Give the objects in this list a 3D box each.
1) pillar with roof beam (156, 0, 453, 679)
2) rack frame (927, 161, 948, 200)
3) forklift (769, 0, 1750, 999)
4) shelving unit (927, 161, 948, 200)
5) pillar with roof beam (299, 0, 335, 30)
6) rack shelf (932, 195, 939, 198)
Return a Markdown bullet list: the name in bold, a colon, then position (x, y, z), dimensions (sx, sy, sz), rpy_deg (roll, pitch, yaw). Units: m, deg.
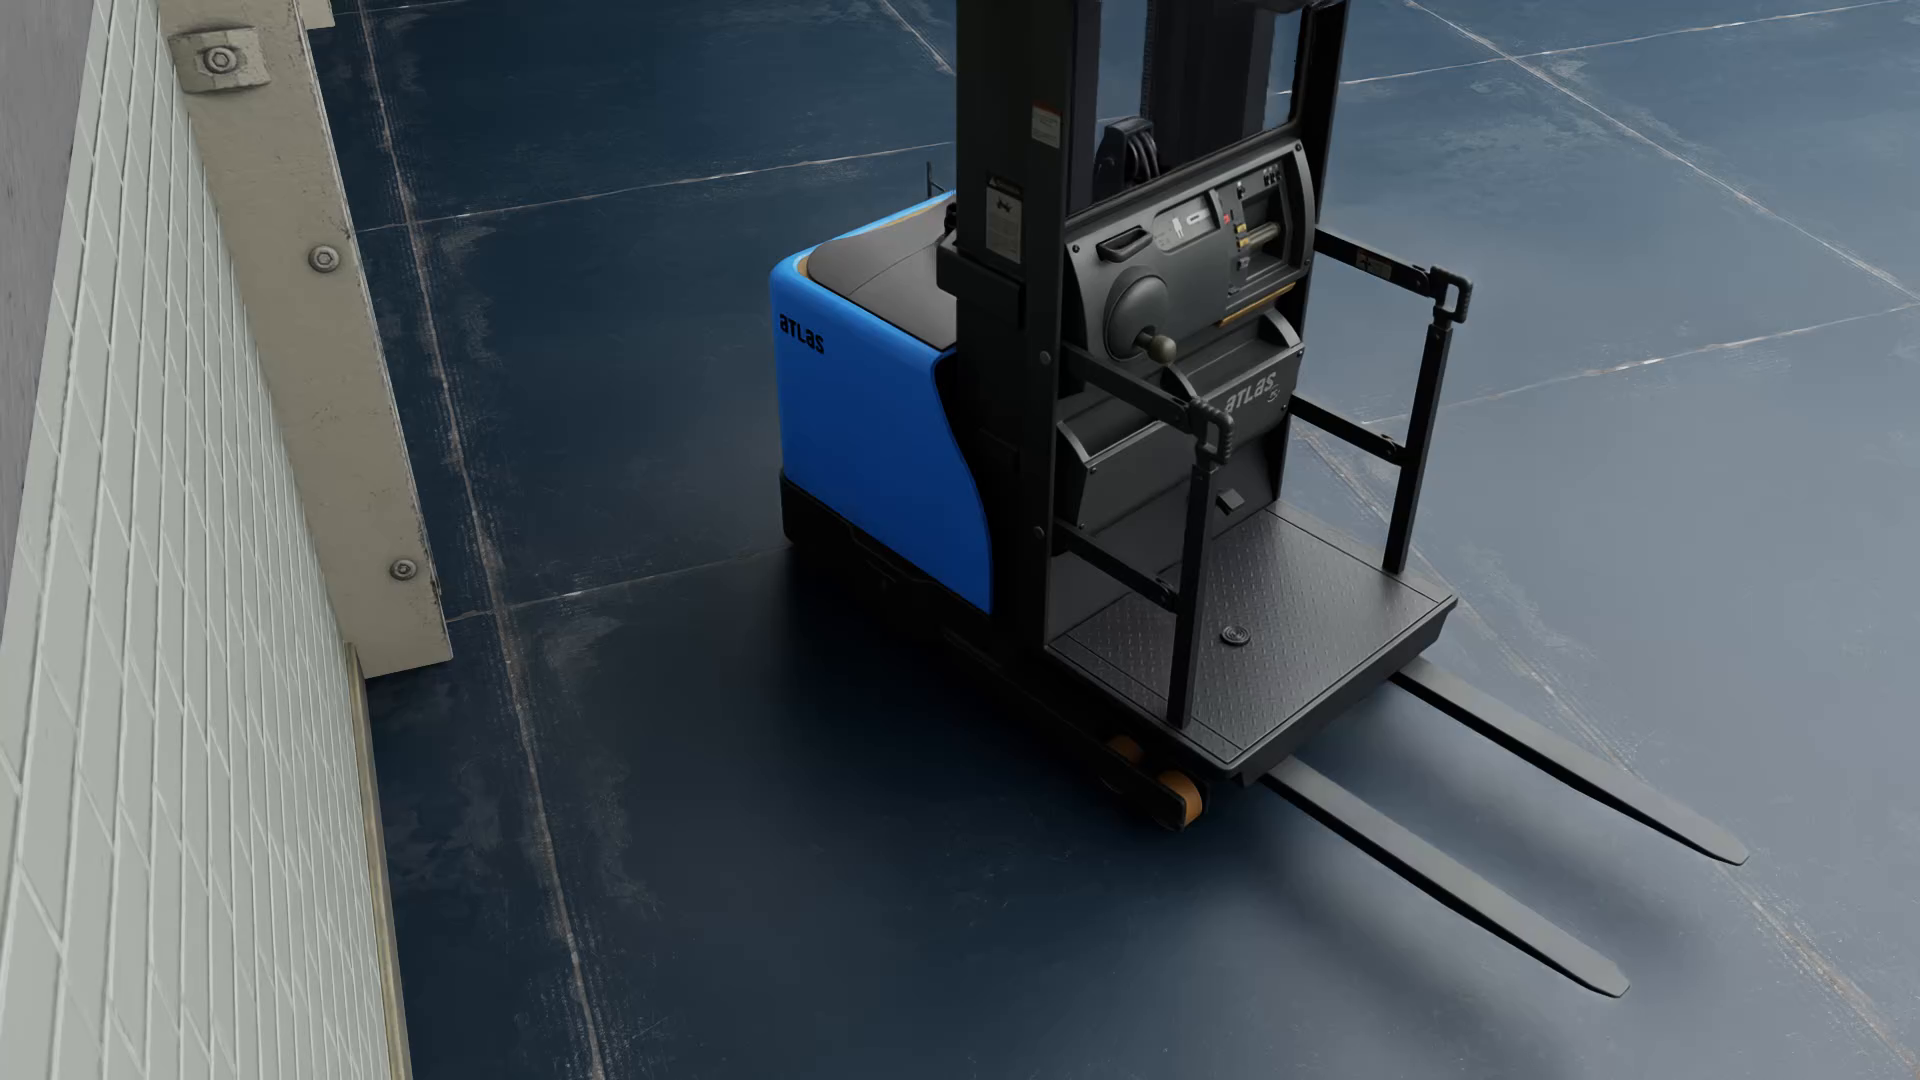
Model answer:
- **pillar with roof beam**: position (2.229, -4.190, 3.833), dimensions (9.100, 9.000, 0.400), rpy_deg (-12, 39, -16)
- **rack frame**: position (-0.055, -0.840, 5.992), dimensions (0.008, 1.050, 0.200), rpy_deg (-22, 42, -27)
- **forklift**: position (0.769, -0.709, 4.256), dimensions (1.130, 2.935, 3.031), rpy_deg (-29, 46, -33)
- **shelving unit**: position (0.046, -0.881, 6.047), dimensions (0.252, 1.050, 0.215), rpy_deg (-22, 42, -27)
- **pillar with roof beam**: position (0.164, -7.580, 8.333), dimensions (9.100, 9.000, 0.400), rpy_deg (-12, 39, -16)
- **rack shelf**: position (0.046, -1.099, 5.883), dimensions (0.240, 0.259, 0.215), rpy_deg (-22, 42, -27)
